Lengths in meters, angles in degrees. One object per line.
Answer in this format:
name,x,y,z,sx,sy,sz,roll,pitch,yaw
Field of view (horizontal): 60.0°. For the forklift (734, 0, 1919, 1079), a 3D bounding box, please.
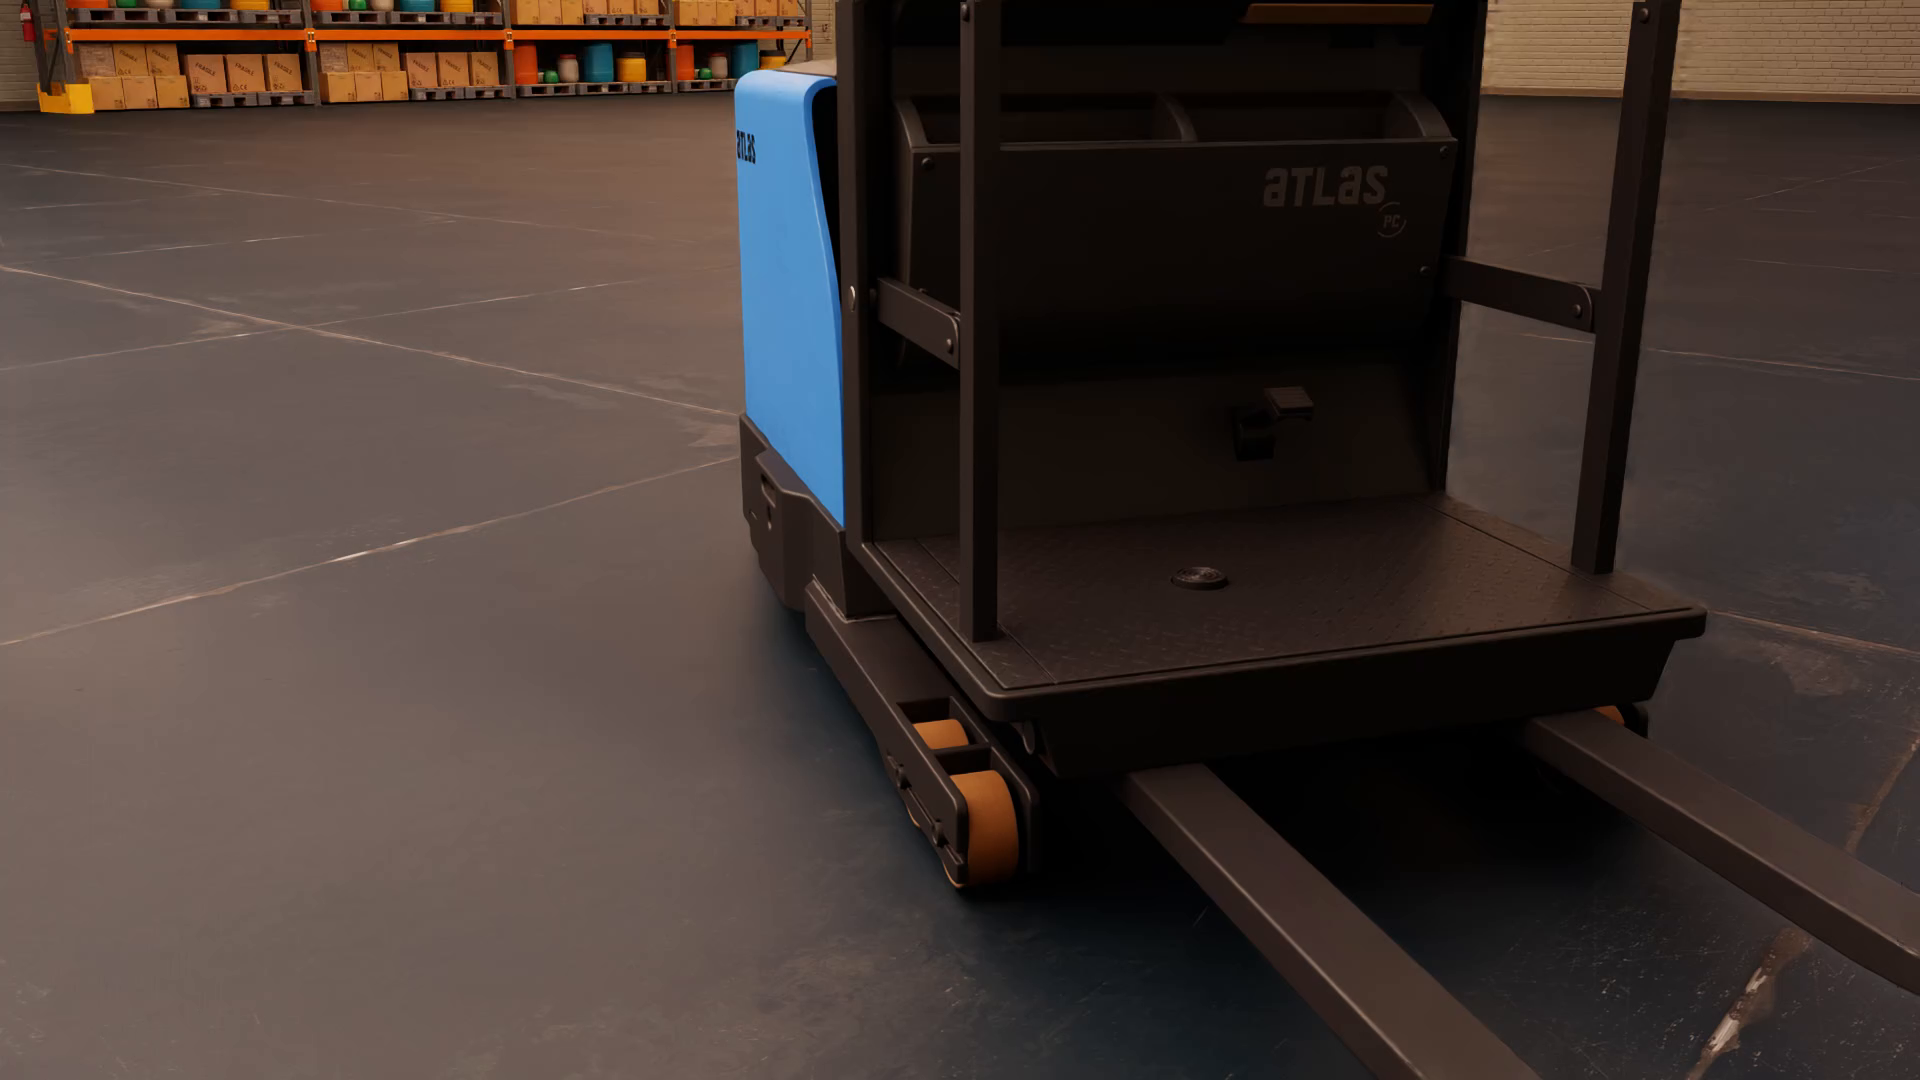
forklift,0.417,-1.043,2.331,1.130,2.935,3.031,-5,18,-17
